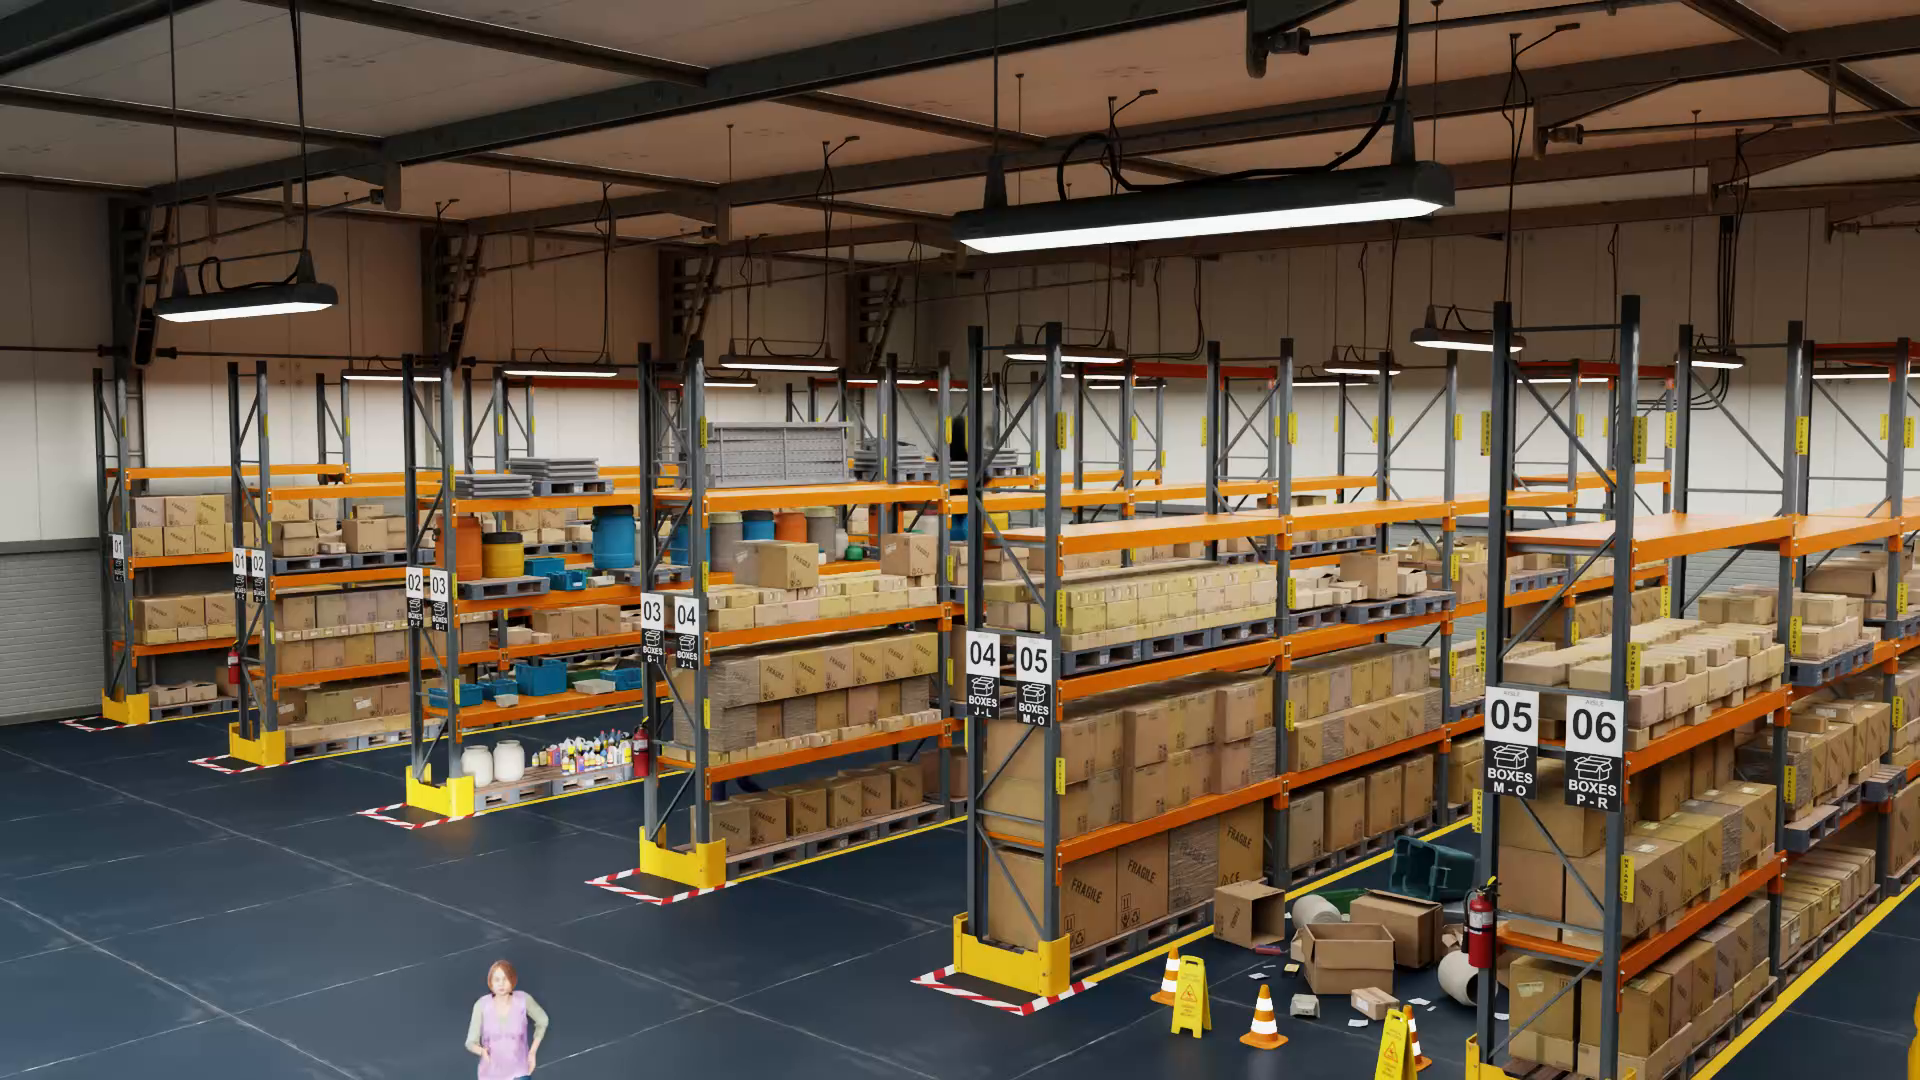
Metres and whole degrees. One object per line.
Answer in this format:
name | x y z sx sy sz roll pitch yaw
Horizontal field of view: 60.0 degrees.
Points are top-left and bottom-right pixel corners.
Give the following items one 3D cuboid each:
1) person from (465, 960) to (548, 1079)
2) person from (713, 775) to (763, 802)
person | -2.989 3.561 10.962 0.519 1.582 0.615 -1 4 -10
person | -2.891 2.761 21.278 0.607 1.636 0.932 4 6 41
